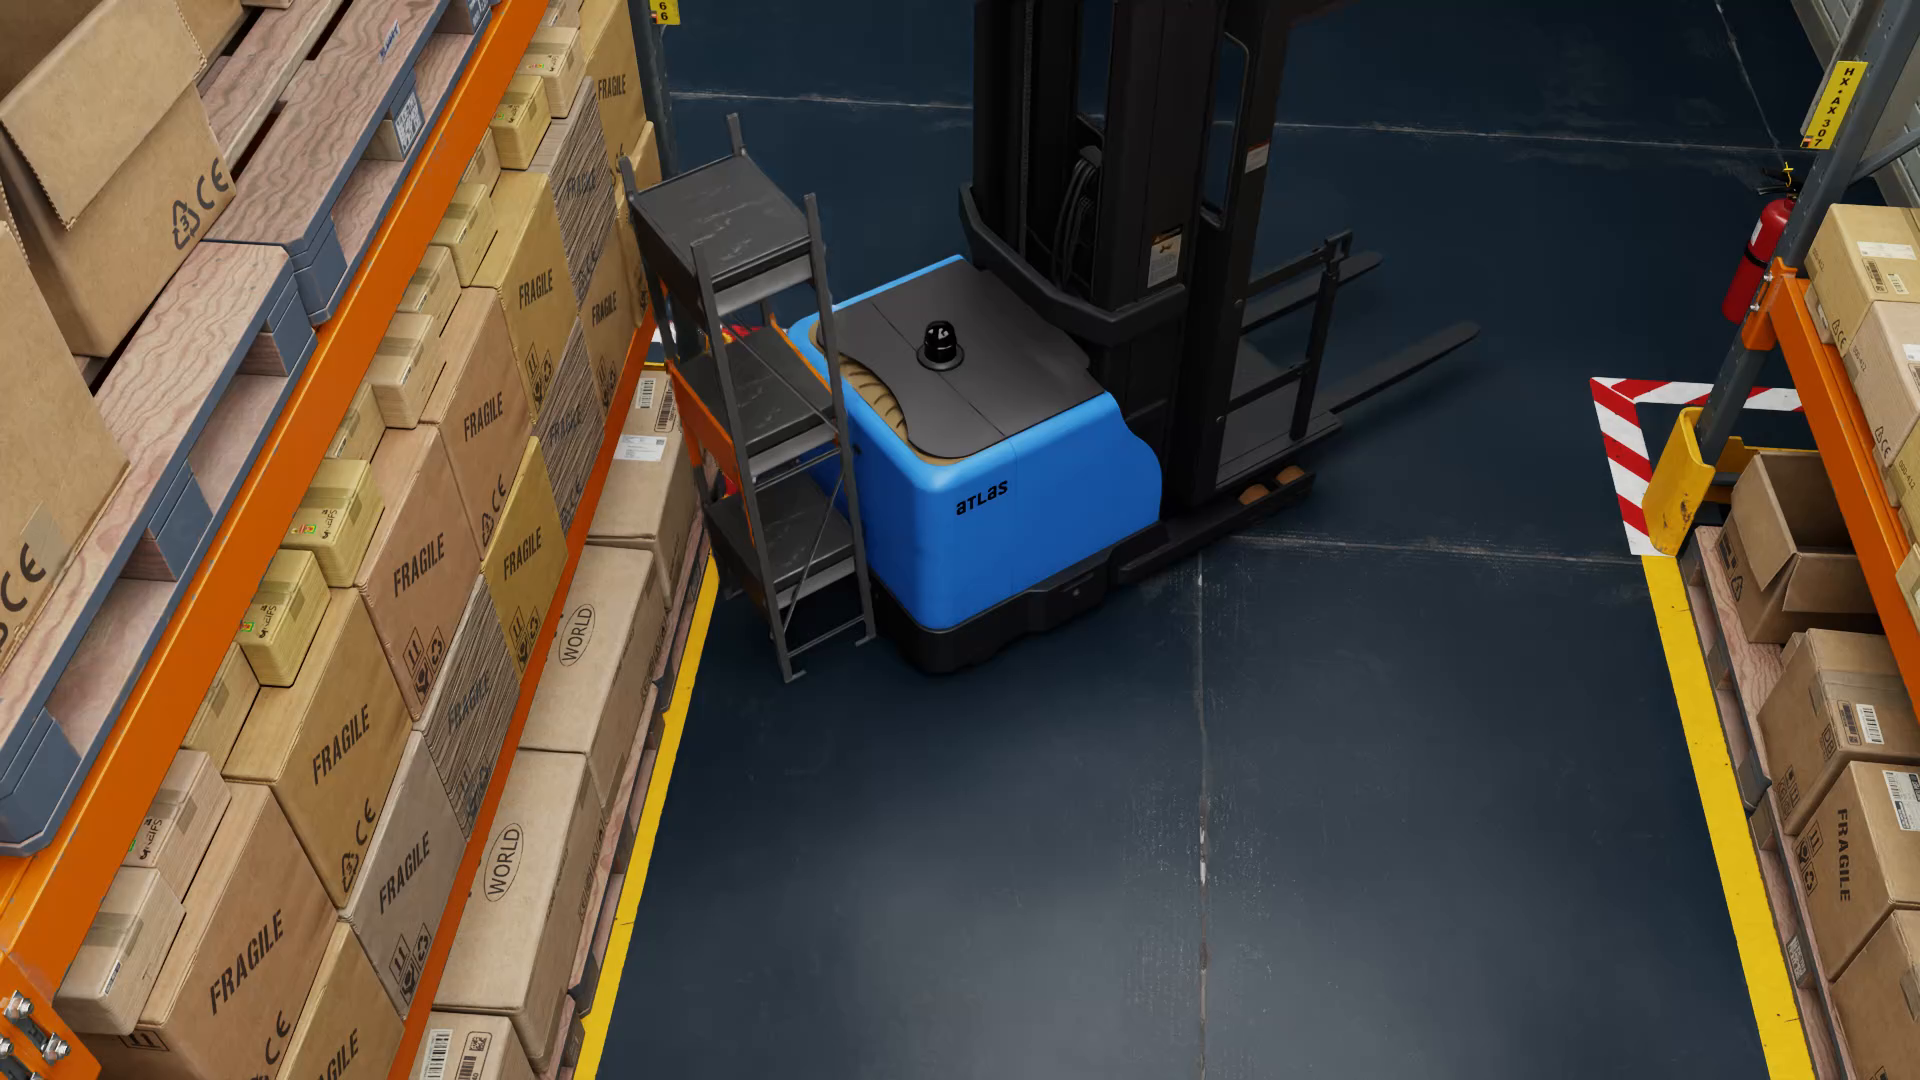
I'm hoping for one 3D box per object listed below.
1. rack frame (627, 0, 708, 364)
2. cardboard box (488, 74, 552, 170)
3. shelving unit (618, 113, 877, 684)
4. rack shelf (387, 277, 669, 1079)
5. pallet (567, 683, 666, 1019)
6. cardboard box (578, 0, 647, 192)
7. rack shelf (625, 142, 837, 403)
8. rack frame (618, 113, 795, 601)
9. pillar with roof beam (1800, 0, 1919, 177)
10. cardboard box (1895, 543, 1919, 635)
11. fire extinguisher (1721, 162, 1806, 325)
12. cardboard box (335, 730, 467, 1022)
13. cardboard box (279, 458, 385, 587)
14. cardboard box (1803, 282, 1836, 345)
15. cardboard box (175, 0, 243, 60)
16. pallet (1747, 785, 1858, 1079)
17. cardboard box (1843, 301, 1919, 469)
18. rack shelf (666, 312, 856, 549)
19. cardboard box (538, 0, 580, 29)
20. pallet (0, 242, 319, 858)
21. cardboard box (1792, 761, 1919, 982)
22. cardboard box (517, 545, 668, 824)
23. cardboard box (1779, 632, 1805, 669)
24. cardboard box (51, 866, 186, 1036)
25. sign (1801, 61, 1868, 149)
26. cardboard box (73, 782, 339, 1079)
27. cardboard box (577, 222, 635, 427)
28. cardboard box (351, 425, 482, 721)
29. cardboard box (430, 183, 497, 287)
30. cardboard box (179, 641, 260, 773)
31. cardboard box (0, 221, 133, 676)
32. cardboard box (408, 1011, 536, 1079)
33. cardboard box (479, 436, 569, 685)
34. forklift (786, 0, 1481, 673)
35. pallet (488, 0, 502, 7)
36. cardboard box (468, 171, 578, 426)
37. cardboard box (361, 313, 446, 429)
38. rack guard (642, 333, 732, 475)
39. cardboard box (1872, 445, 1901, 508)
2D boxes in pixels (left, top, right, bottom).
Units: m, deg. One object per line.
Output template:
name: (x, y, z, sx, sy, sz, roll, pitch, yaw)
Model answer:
rack frame: (-1.532, -1.427, 6.049, 1.000, 3.000, 0.127, 4, 48, 4)
cardboard box: (-1.368, -1.174, 4.632, 0.380, 0.149, 0.250, 5, 48, 4)
shelving unit: (-0.673, -0.384, 5.689, 0.431, 2.100, 0.503, -27, 53, -19)
rack shelf: (-1.714, 0.285, 4.970, 1.077, 0.370, 4.000, 4, 48, 4)
pallet: (-1.641, 1.001, 5.718, 1.003, 0.211, 1.213, 4, 48, 4)
cardboard box: (-1.339, -1.428, 5.304, 0.500, 0.500, 0.500, 5, 48, 5)
rack shelf: (-0.704, -0.832, 5.170, 0.431, 0.518, 0.480, -27, 53, -19)
rack frame: (-0.804, -0.535, 5.828, 0.400, 2.100, 0.015, -27, 53, -19)
pillar with roof beam: (0.268, -5.331, 5.554, 9.100, 9.000, 0.400, 4, 48, 4)
cardboard box: (2.941, 0.155, 4.772, 0.380, 0.149, 0.250, 3, 48, 2)
fire extinguisher: (2.965, -1.083, 6.039, 0.296, 0.674, 0.183, 4, 48, 4)
cardboard box: (-1.543, 0.782, 3.961, 0.500, 0.500, 0.500, 4, 48, 4)
cardboard box: (-1.484, -0.044, 3.599, 0.380, 0.149, 0.250, 3, 48, 2)
cardboard box: (3.108, -0.788, 5.634, 0.380, 0.149, 0.250, 4, 48, 3)
cardboard box: (-1.865, -1.178, 3.367, 0.500, 0.500, 0.500, 5, 48, 4)
pallet: (3.219, 1.381, 5.370, 1.003, 0.211, 1.213, 4, 48, 4)
cardboard box: (3.056, -0.460, 5.064, 0.500, 0.250, 0.500, 4, 48, 4)
rack shelf: (-0.672, -0.375, 5.699, 0.431, 0.518, 0.480, -27, 53, -19)
cardboard box: (-1.364, -1.552, 4.978, 0.380, 0.149, 0.250, 5, 48, 4)
pallet: (-1.811, -0.071, 2.835, 1.003, 0.211, 1.213, 4, 48, 4)
cardboard box: (2.997, 1.056, 5.187, 0.500, 0.500, 0.500, 5, 48, 4)
cardboard box: (-1.568, 0.460, 5.774, 0.875, 0.438, 0.875, 5, 48, 5)
cardboard box: (3.184, 0.477, 5.954, 0.380, 0.149, 0.250, 2, 48, 2)
cardboard box: (-1.609, 0.707, 2.911, 0.380, 0.149, 0.250, 3, 48, 3)
sign: (2.871, -1.425, 5.460, 0.100, 0.325, 0.005, 4, 48, 4)
cardboard box: (-1.612, 0.807, 3.260, 0.500, 0.500, 0.500, 4, 48, 4)
cardboard box: (-1.373, -0.721, 5.335, 0.500, 0.500, 0.500, 3, 48, 3)
cardboard box: (-1.502, 0.061, 3.942, 0.500, 0.500, 0.500, 5, 48, 4)
cardboard box: (-1.427, -0.799, 4.289, 0.380, 0.149, 0.250, 5, 48, 4)
cardboard box: (-1.621, 0.327, 3.259, 0.380, 0.149, 0.250, 3, 48, 3)
cardboard box: (-1.634, -0.128, 2.407, 0.500, 0.500, 0.500, 5, 48, 4)
cardboard box: (-1.732, 1.781, 4.566, 0.875, 0.438, 0.875, 3, 48, 3)
cardboard box: (-1.444, 0.038, 4.641, 0.500, 0.500, 0.500, 5, 48, 5)
forklift: (0.858, -1.354, 6.028, 3.031, 2.935, 1.130, -26, 53, -22)
pallet: (-1.589, -1.864, 4.475, 1.003, 0.211, 1.213, 4, 48, 4)
cardboard box: (-1.405, -0.679, 4.619, 0.500, 0.500, 0.500, 4, 48, 3)
cardboard box: (-1.452, -0.411, 3.934, 0.380, 0.149, 0.250, 4, 48, 4)
rack guard: (-1.530, -0.601, 6.987, 1.175, 0.500, 0.348, 4, 48, 4)
cardboard box: (3.058, -0.221, 5.116, 0.380, 0.149, 0.250, 5, 48, 5)
